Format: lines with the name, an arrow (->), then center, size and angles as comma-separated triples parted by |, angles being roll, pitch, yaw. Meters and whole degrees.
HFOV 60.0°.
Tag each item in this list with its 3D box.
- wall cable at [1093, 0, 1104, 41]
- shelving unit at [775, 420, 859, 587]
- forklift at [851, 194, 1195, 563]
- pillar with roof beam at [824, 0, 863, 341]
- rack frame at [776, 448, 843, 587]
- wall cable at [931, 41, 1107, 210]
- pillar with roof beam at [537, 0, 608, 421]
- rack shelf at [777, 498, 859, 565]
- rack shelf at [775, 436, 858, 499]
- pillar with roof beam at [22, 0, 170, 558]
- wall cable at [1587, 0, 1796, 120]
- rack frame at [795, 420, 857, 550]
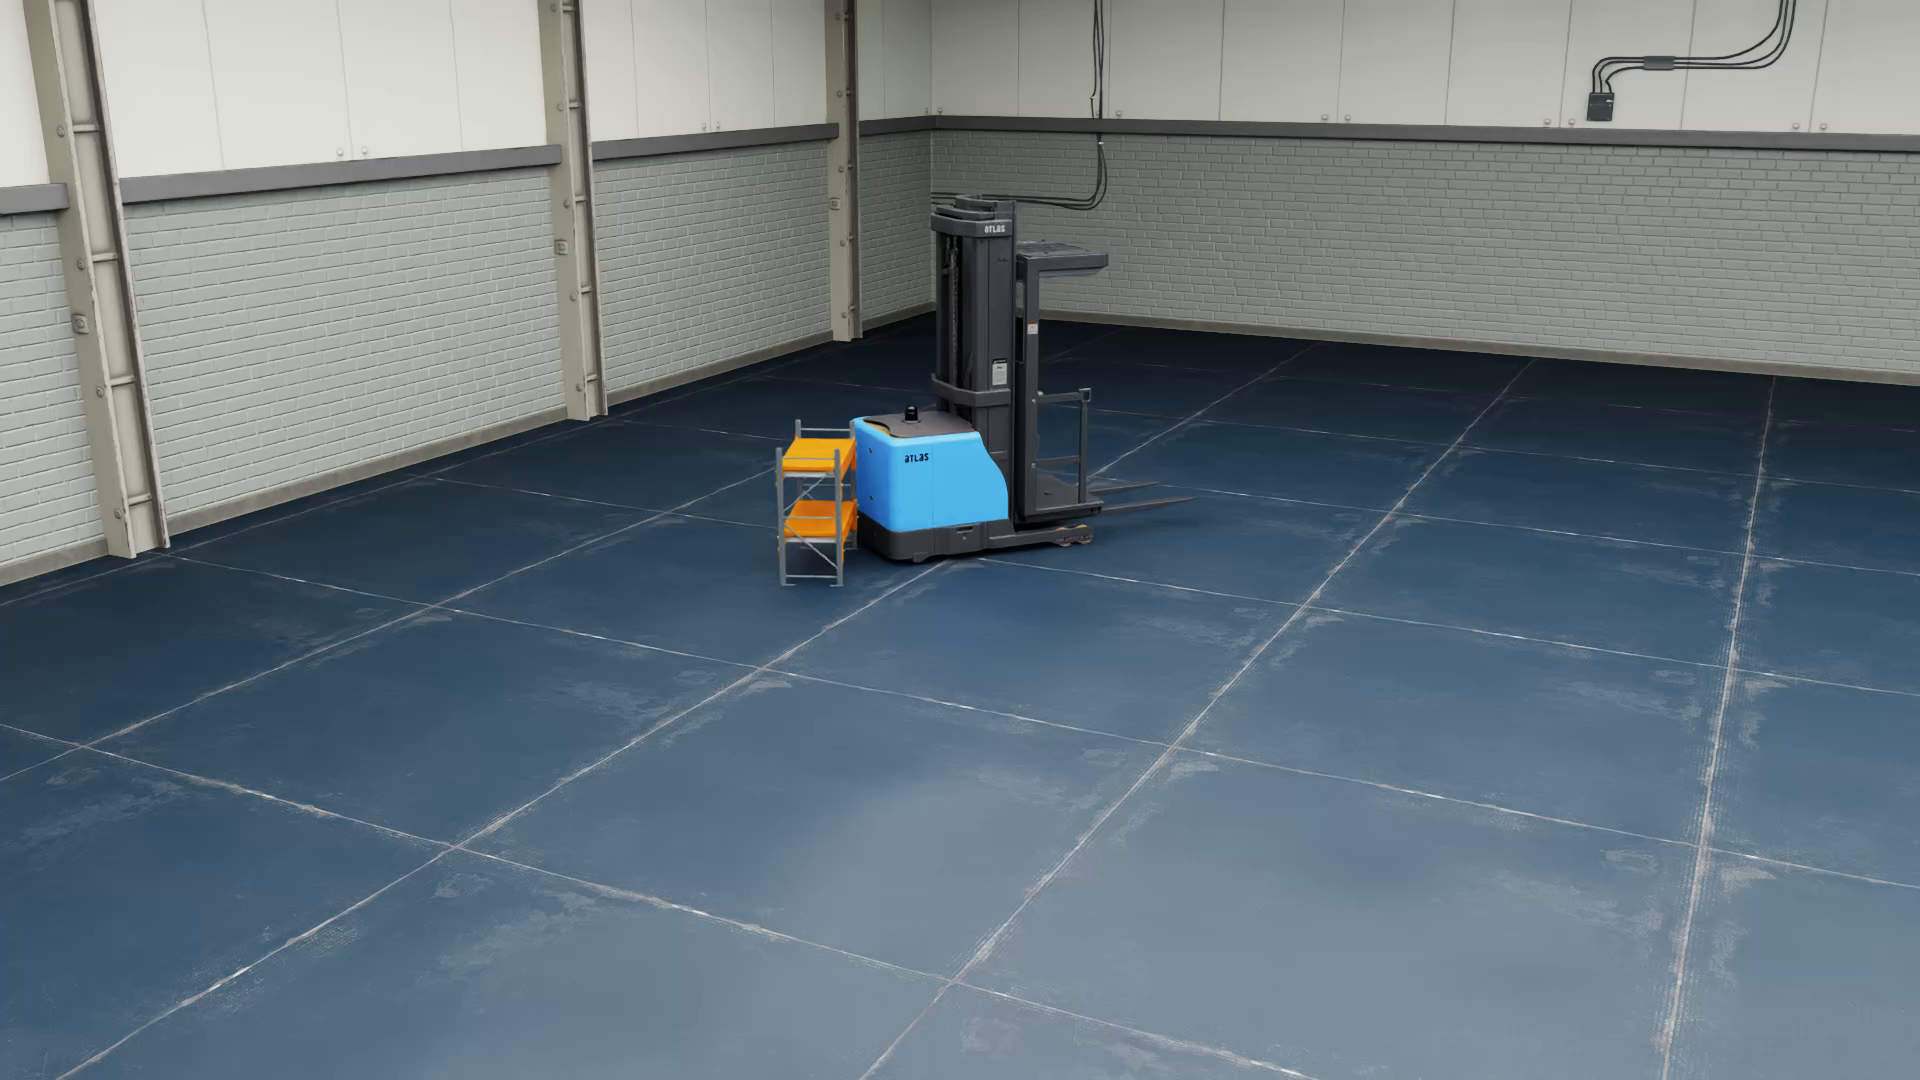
wall cable -> 3.254, -8.454, 23.767 | 3.097, 2.526, 0.112 | 8, 18, 25
shelving unit -> -1.158, -0.317, 13.616 | 0.538, 1.125, 1.048 | 1, 17, 3
forklift -> 0.607, -1.476, 14.346 | 3.031, 2.935, 1.130 | -7, 18, -23
pillar with roof beam -> 2.185, -6.736, 21.399 | 9.100, 9.000, 0.400 | 8, 18, 25
rack frame -> -1.186, -0.173, 13.130 | 0.500, 1.125, 0.032 | 1, 17, 3
wall cable -> 0.833, -6.377, 25.645 | 3.097, 2.526, 0.112 | 8, 18, 25
pillar with roof beam -> -0.496, -5.208, 16.253 | 9.100, 9.000, 0.400 | 8, 18, 25
rack shelf -> -1.158, -0.083, 13.686 | 0.538, 0.278, 1.000 | 1, 17, 3
rack shelf -> -1.158, -0.598, 13.533 | 0.538, 0.278, 1.000 | 1, 17, 3
pillar with roof beam -> -3.177, -3.679, 11.108 | 9.100, 9.000, 0.400 | 8, 18, 25
wall cable -> 9.319, -8.284, 20.638 | 2.305, 6.003, 0.169 | 8, 18, 25
rack frame -> -1.131, -0.462, 14.103 | 0.500, 1.125, 0.032 | 1, 17, 3
